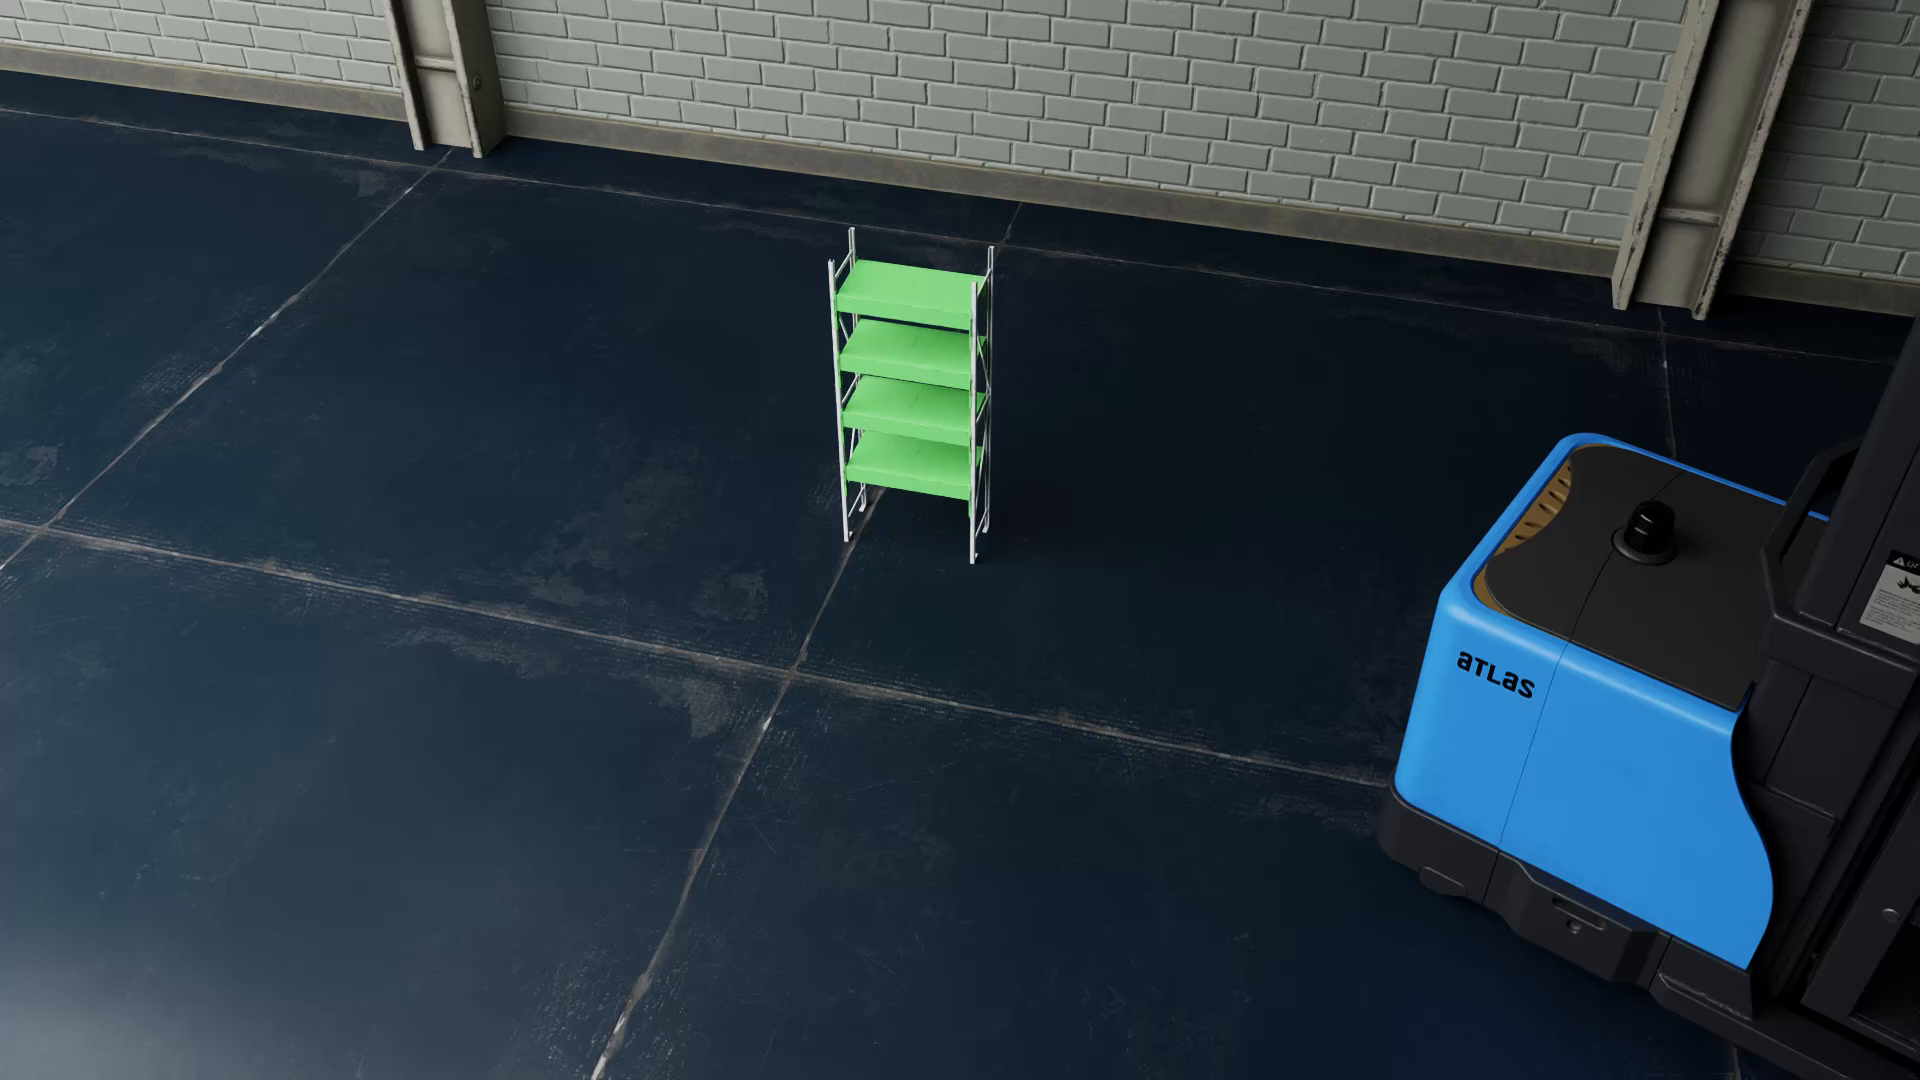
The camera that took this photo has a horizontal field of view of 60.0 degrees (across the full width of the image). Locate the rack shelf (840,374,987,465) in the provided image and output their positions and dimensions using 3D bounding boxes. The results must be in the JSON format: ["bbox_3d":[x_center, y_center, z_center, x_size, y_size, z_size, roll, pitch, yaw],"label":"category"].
[{"bbox_3d":[-0.160,-0.438,5.938,0.480,0.148,0.258,10,41,11],"label":"rack shelf"}]

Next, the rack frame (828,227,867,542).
[{"bbox_3d":[-0.396,-0.528,5.945,0.015,1.200,0.240,10,41,11],"label":"rack frame"}]

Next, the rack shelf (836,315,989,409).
[{"bbox_3d":[-0.160,-0.622,5.784,0.480,0.148,0.258,10,41,11],"label":"rack shelf"}]

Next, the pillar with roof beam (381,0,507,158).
[{"bbox_3d":[-3.732,-2.875,2.676,0.400,9.000,9.100,10,41,11],"label":"pillar with roof beam"}]

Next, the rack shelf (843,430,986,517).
[{"bbox_3d":[-0.160,-0.254,6.092,0.480,0.148,0.258,10,41,11],"label":"rack shelf"}]

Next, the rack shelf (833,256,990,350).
[{"bbox_3d":[-0.160,-0.806,5.629,0.480,0.148,0.258,10,41,11],"label":"rack shelf"}]

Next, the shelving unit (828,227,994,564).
[{"bbox_3d":[-0.160,-0.487,5.897,0.503,1.200,0.258,10,41,11],"label":"shelving unit"}]

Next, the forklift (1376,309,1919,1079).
[{"bbox_3d":[2.752,0.168,3.771,3.031,2.935,1.130,26,46,27],"label":"forklift"}]

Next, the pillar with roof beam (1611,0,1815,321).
[{"bbox_3d":[2.064,-1.877,1.488,0.400,9.000,9.100,10,41,11],"label":"pillar with roof beam"}]

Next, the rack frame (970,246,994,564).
[{"bbox_3d":[0.076,-0.446,5.849,0.015,1.200,0.240,10,41,11],"label":"rack frame"}]
